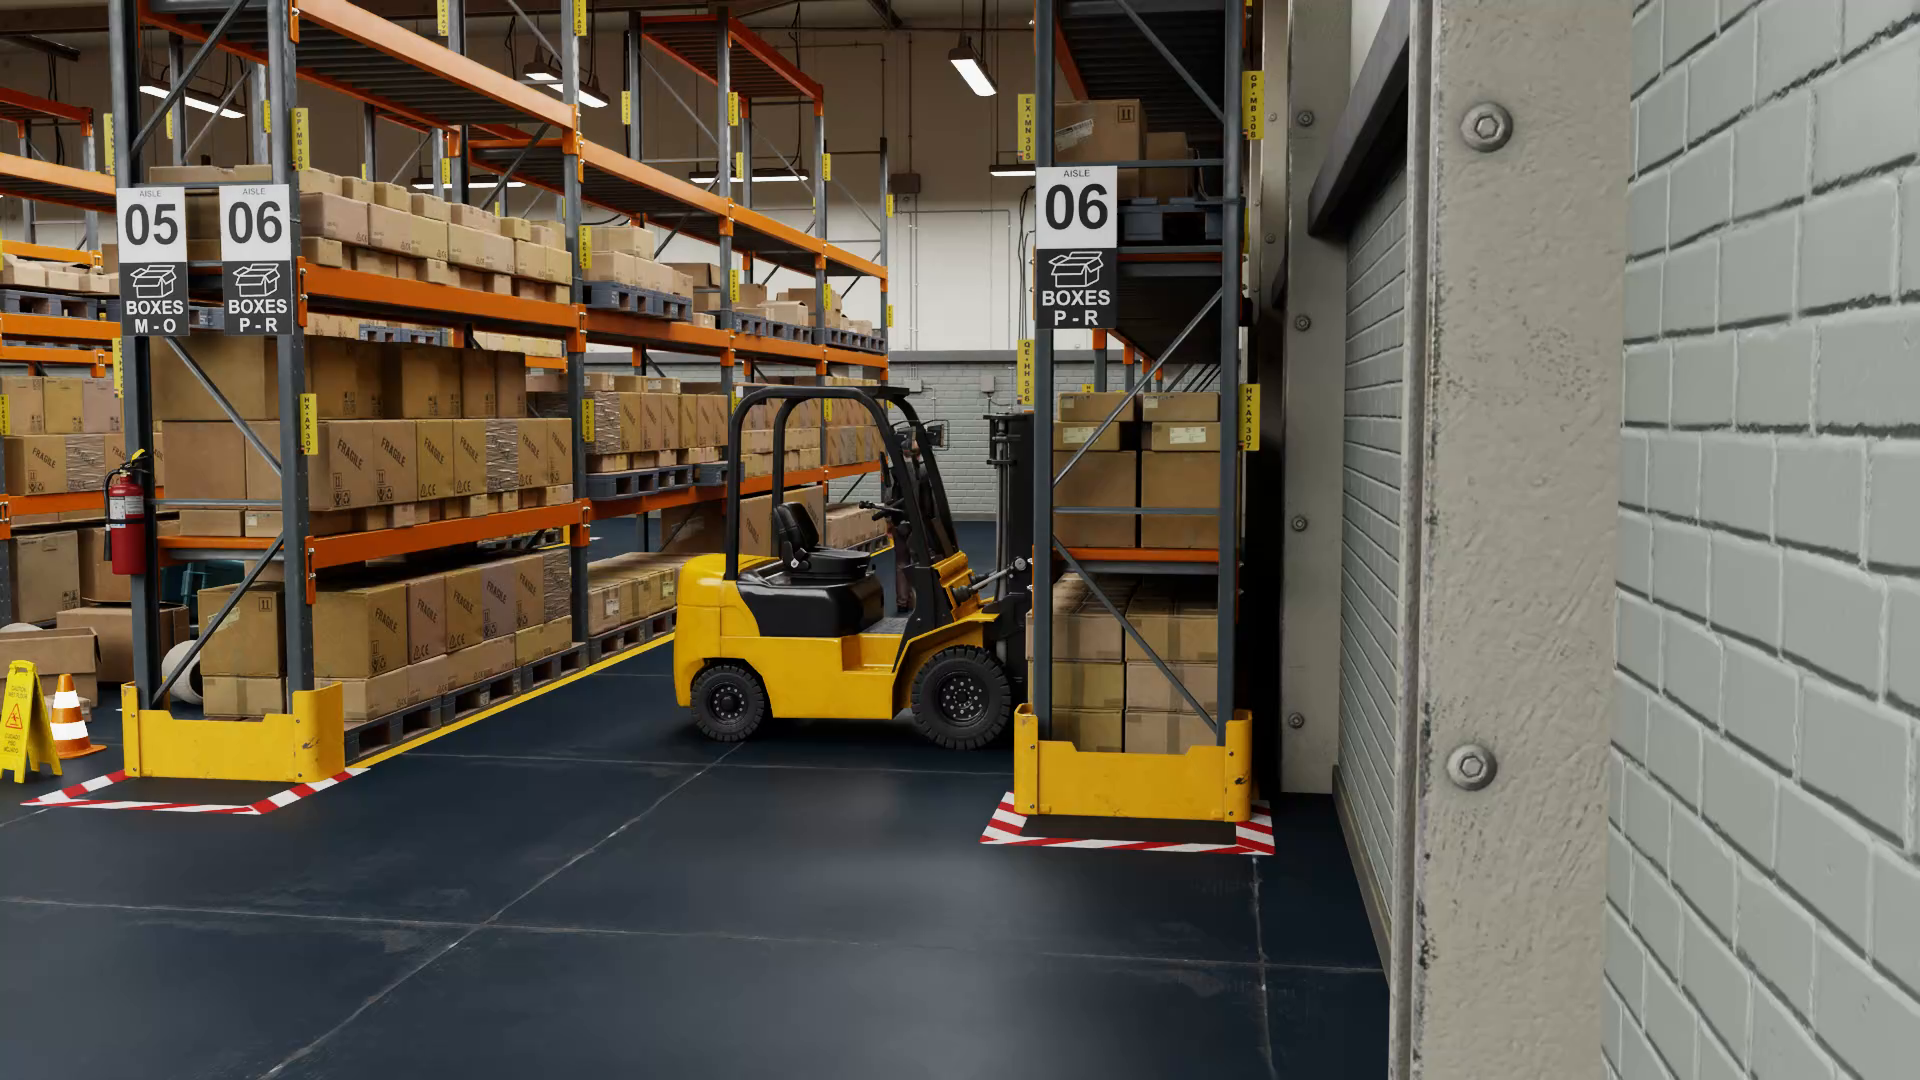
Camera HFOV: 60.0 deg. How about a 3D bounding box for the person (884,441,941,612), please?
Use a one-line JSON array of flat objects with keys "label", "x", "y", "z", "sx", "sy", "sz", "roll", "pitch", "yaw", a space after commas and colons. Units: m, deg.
[{"label": "person", "x": -0.465, "y": -0.140, "z": 16.600, "sx": 0.584, "sy": 1.719, "sz": 0.426, "roll": 0, "pitch": 4, "yaw": 5}]
